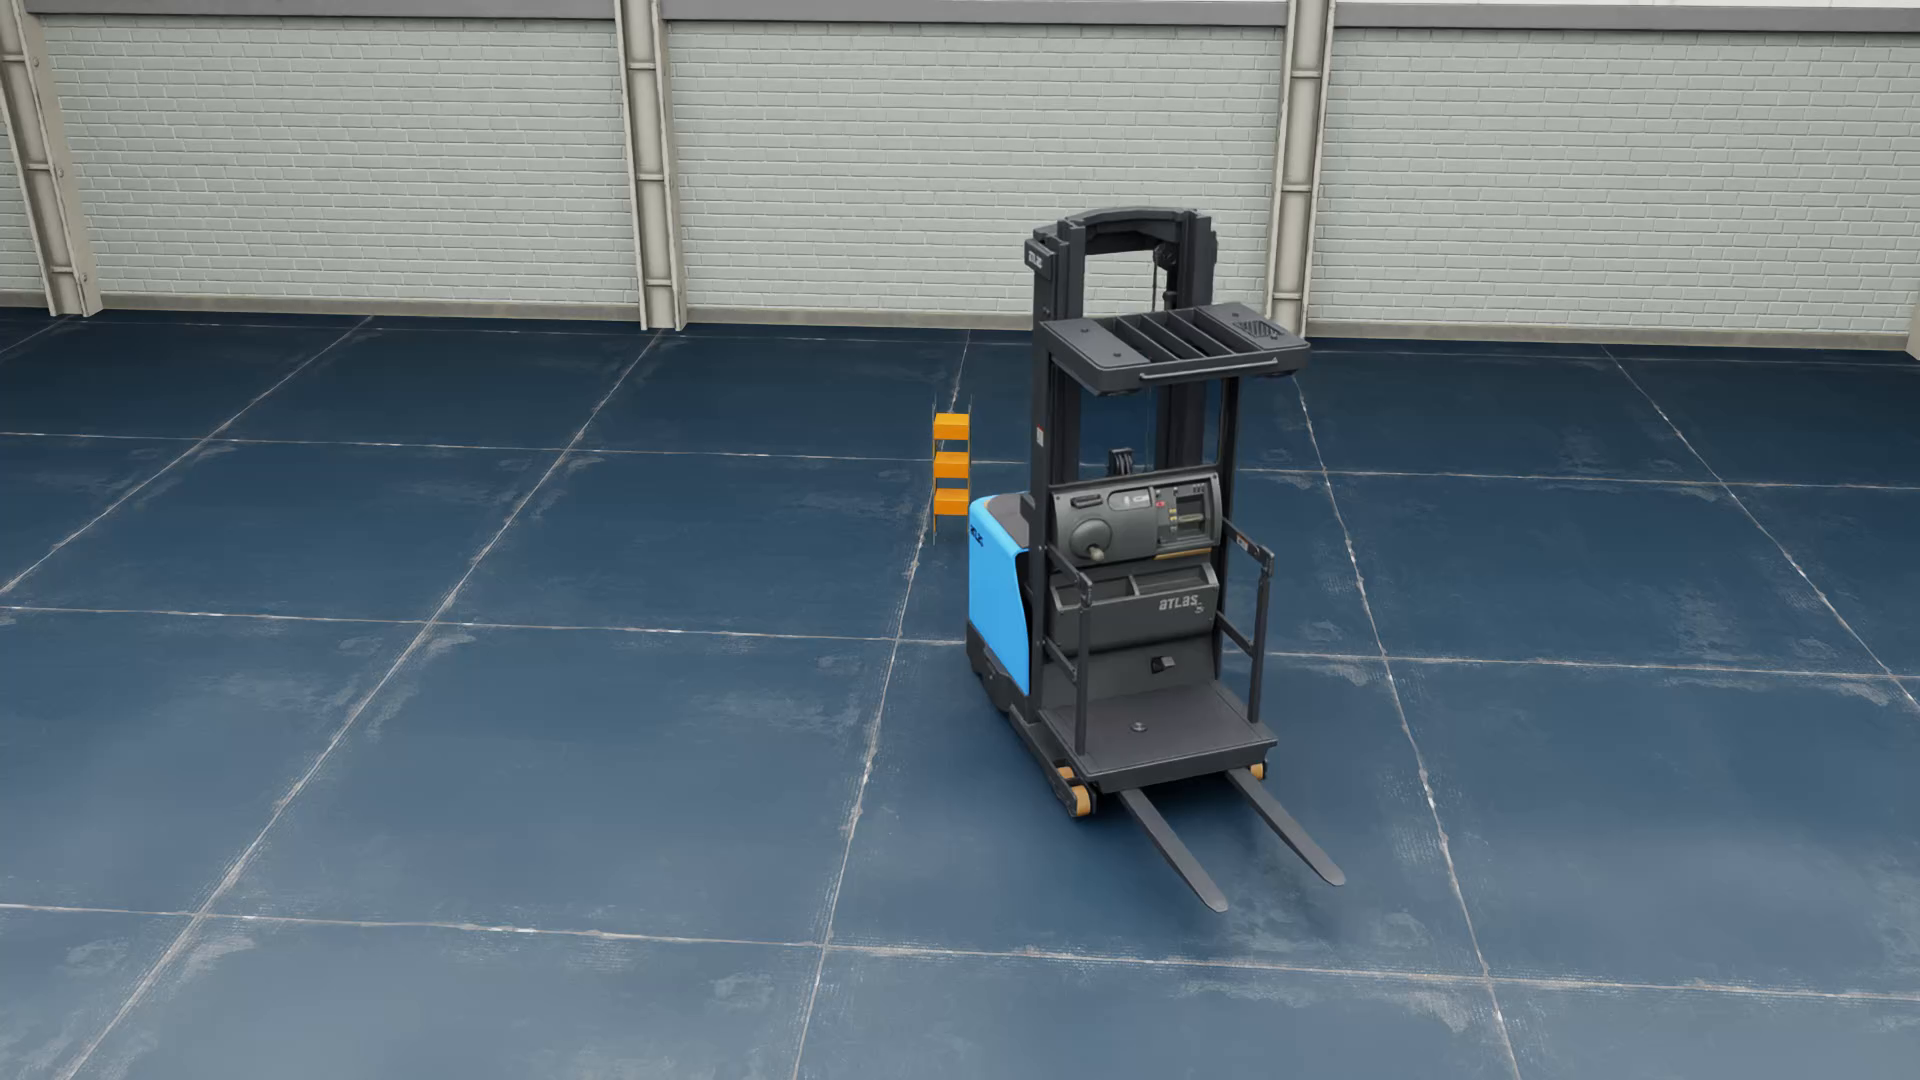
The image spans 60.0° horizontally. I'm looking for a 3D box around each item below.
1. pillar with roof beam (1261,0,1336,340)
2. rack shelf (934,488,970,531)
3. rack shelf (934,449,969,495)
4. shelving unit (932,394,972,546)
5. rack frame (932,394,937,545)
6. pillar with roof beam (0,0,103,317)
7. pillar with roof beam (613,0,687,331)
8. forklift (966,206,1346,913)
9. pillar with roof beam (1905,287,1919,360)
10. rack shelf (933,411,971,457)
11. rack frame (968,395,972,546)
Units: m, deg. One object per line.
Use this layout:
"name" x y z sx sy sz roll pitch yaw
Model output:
"pillar with roof beam" 2.753 -4.207 10.127 0.400 9.000 9.100 2 25 4
"rack shelf" -0.053 -0.217 11.655 0.240 0.259 0.215 2 25 4
"rack shelf" -0.053 -0.469 11.539 0.240 0.259 0.215 2 25 4
"shelving unit" -0.053 -0.479 11.534 0.252 1.050 0.215 2 25 4
"rack frame" -0.175 -0.483 11.543 0.008 1.050 0.200 2 25 4
"pillar with roof beam" -9.212 -4.591 10.961 0.400 9.000 9.100 2 25 4
"pillar with roof beam" -3.229 -4.399 10.544 0.400 9.000 9.100 2 25 4
"forklift" 0.995 -0.083 8.425 1.130 2.935 3.031 -8 26 -17
"pillar with roof beam" 8.735 -4.015 9.709 0.400 9.000 9.100 2 25 4
"rack shelf" -0.053 -0.727 11.420 0.240 0.259 0.215 2 25 4
"rack frame" 0.068 -0.475 11.526 0.008 1.050 0.200 2 25 4
